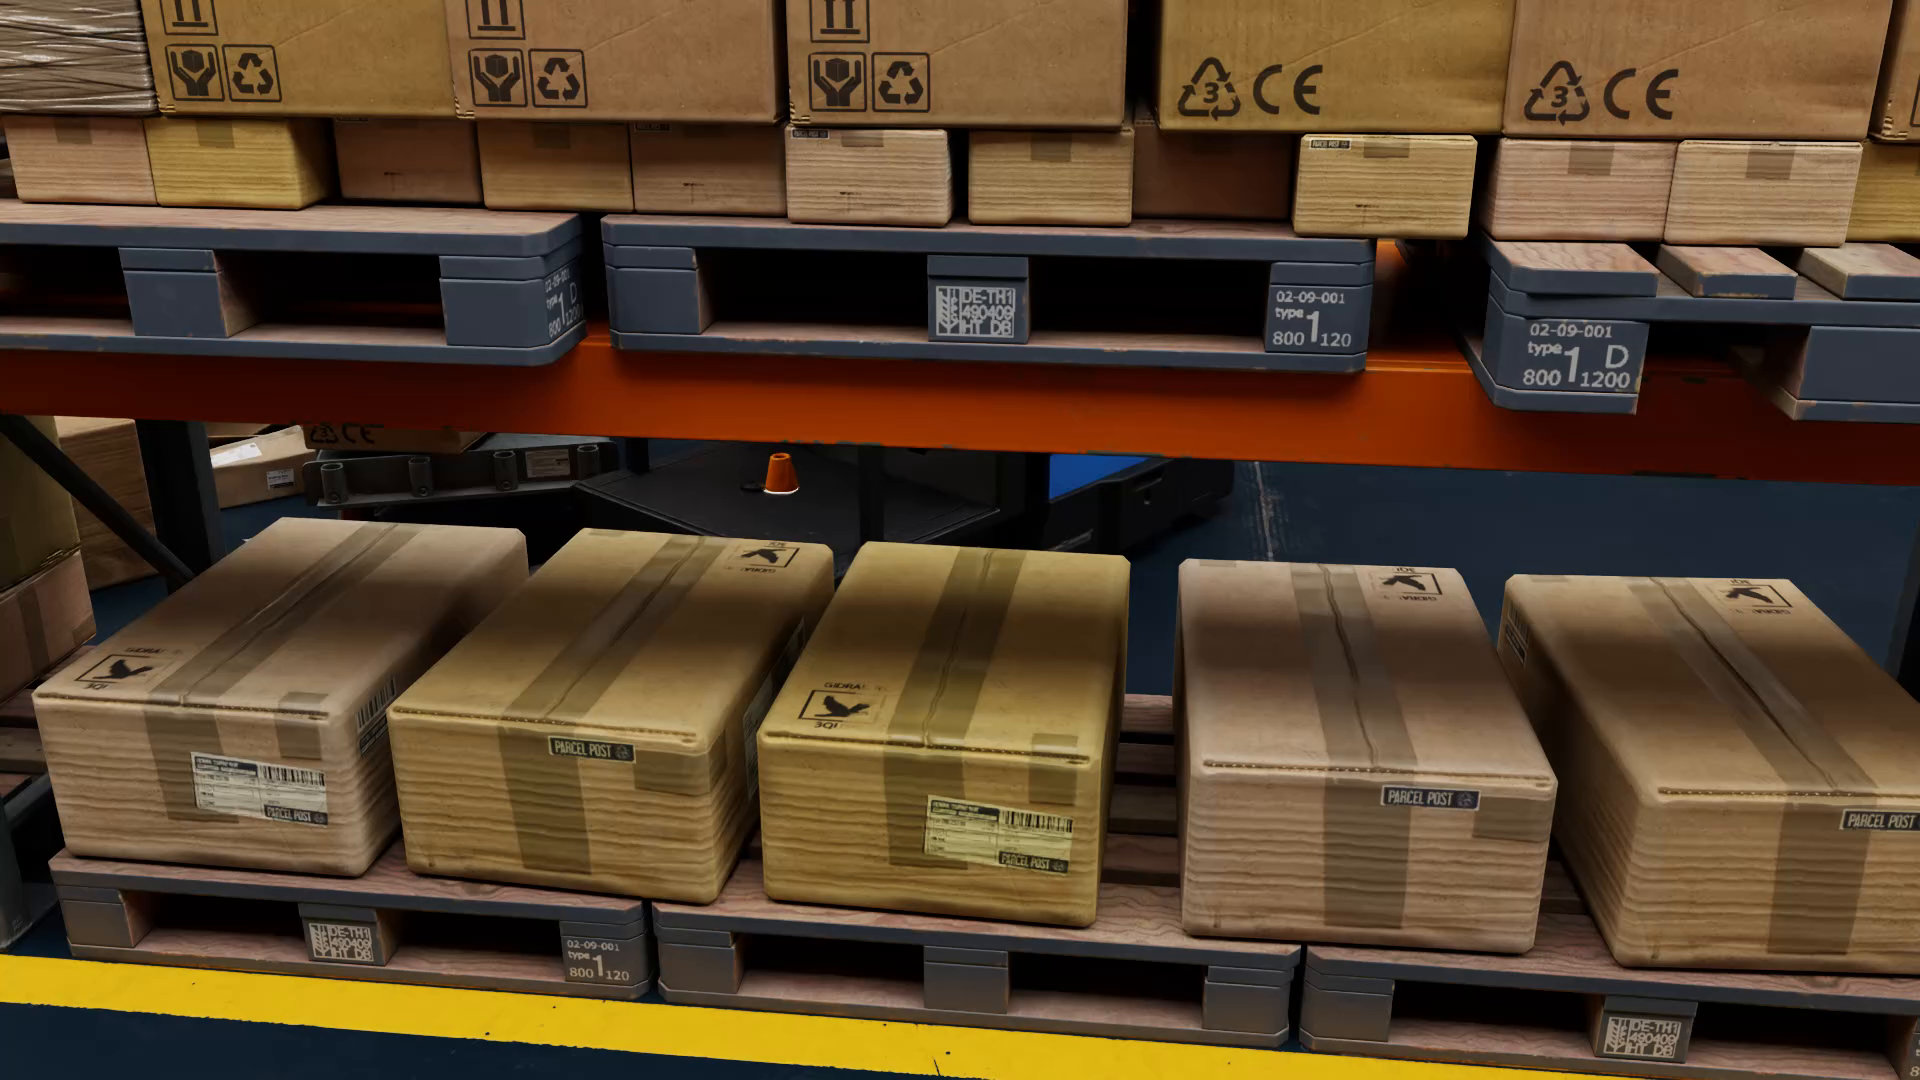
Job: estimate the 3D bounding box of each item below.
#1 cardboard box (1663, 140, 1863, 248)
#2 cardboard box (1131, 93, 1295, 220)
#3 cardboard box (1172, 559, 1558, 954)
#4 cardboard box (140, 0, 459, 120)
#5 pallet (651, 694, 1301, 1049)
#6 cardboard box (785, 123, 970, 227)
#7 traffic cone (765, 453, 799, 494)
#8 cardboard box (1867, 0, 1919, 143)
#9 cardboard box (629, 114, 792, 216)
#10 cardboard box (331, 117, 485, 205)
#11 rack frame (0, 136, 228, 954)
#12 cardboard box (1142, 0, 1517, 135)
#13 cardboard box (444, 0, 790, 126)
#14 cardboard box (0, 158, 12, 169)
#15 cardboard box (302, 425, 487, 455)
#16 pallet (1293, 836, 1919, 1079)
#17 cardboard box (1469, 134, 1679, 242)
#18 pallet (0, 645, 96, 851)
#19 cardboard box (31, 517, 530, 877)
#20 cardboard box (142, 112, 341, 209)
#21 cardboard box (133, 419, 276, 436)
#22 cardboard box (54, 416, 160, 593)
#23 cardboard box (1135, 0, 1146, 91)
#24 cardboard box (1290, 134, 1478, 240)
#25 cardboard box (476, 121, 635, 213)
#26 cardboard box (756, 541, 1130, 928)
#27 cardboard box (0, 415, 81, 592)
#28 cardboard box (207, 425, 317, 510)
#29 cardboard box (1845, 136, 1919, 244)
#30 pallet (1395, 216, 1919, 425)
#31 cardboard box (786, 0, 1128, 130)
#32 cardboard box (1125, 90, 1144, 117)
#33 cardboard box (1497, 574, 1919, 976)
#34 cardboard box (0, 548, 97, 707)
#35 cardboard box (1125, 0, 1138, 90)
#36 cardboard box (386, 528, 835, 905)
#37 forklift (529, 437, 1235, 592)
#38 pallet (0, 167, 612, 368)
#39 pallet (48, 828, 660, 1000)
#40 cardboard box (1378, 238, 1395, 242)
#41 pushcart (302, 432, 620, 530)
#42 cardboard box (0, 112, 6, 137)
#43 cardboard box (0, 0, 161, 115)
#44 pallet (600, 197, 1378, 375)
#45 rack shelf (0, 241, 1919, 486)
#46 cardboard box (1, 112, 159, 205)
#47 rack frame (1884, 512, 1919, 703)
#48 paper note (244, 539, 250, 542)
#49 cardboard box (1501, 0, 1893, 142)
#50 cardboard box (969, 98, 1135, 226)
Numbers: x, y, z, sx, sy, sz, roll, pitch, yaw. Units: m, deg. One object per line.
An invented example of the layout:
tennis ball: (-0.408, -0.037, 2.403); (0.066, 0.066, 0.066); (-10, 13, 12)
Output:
cardboard box: (1.171, -0.563, 2.554); (0.250, 0.149, 0.380); (2, 22, 6)
cardboard box: (0.412, -0.640, 2.750); (0.250, 0.149, 0.380); (3, 22, 7)
cardboard box: (0.761, 0.393, 3.368); (0.625, 0.372, 0.950); (2, 22, 5)
cardboard box: (-0.988, -0.983, 2.735); (0.500, 0.500, 0.500); (3, 22, 6)
pallet: (0.071, 0.632, 3.553); (1.213, 0.211, 1.003); (2, 22, 6)
cardboard box: (-0.115, -0.622, 2.704); (0.250, 0.149, 0.380); (3, 22, 8)
traffic cone: (-0.521, -0.027, 4.879); (0.334, 0.463, 0.336); (2, 22, 6)
cardboard box: (1.570, -0.875, 2.461); (0.500, 0.500, 0.500); (2, 22, 5)
cardboard box: (-0.373, -0.653, 2.781); (0.250, 0.149, 0.380); (3, 22, 7)
cardboard box: (-0.869, -0.690, 2.877); (0.250, 0.149, 0.380); (4, 22, 10)
rack frame: (-1.918, -0.750, 3.256); (0.127, 3.000, 1.000); (2, 22, 6)
cardboard box: (0.554, -0.915, 2.561); (0.500, 0.500, 0.500); (1, 22, 3)
cardboard box: (-0.499, -0.957, 2.668); (0.500, 0.500, 0.500); (2, 22, 6)
cardboard box: (-2.193, -0.763, 3.633); (0.250, 0.149, 0.380); (2, 22, 6)
cardboard box: (-1.738, -0.590, 5.223); (0.500, 0.500, 0.500); (2, 22, 6)
pallet: (1.279, 0.686, 3.418); (1.213, 0.211, 1.003); (2, 22, 6)
cardboard box: (0.922, -0.577, 2.589); (0.250, 0.149, 0.380); (1, 22, 4)
pallet: (-2.589, 0.531, 3.809); (1.213, 0.211, 1.003); (2, 22, 6)
cardboard box: (-1.396, 0.299, 3.607); (0.625, 0.372, 0.950); (3, 22, 7)
cardboard box: (-1.159, -0.675, 2.837); (0.250, 0.149, 0.380); (3, 22, 7)
cardboard box: (-2.918, -0.636, 6.179); (0.503, 0.637, 0.797); (2, 22, 6)
cardboard box: (-2.822, -0.131, 5.089); (0.500, 0.500, 0.500); (-19, 28, -40)
cardboard box: (0.589, -1.101, 3.033); (0.500, 0.500, 0.500); (3, 22, 7)
cardboard box: (0.647, -0.584, 2.606); (0.250, 0.149, 0.380); (3, 22, 7)
cardboard box: (-0.618, -0.664, 2.810); (0.250, 0.149, 0.380); (3, 22, 7)
cardboard box: (0.009, 0.358, 3.457); (0.625, 0.372, 0.950); (3, 22, 8)
cardboard box: (-2.472, -0.139, 3.860); (0.500, 0.500, 0.500); (4, 22, 9)
cardboard box: (-2.474, -0.297, 5.830); (0.396, 0.266, 0.258); (-14, 25, -31)
cardboard box: (1.427, -0.568, 2.568); (0.250, 0.149, 0.380); (3, 22, 7)
pallet: (1.334, -0.479, 2.833); (1.003, 0.211, 1.213); (2, 22, 6)
cardboard box: (0.012, -0.939, 2.622); (0.500, 0.500, 0.500); (2, 22, 4)
cardboard box: (0.406, -0.789, 3.127); (0.250, 0.149, 0.380); (3, 22, 8)
cardboard box: (1.495, 0.422, 3.295); (0.625, 0.372, 0.950); (1, 22, 3)
cardboard box: (-2.472, 0.210, 3.998); (0.500, 0.250, 0.500); (2, 22, 4)
cardboard box: (0.093, -1.126, 3.095); (0.500, 0.500, 0.500); (2, 22, 4)
cardboard box: (-0.682, 0.329, 3.531); (0.625, 0.372, 0.950); (4, 22, 10)
forklift: (-0.423, -1.192, 4.467); (1.130, 2.935, 3.031); (18, 28, 38)
pallet: (-1.176, -0.574, 3.073); (1.213, 0.211, 1.003); (2, 22, 6)
pallet: (-1.144, 0.580, 3.685); (1.213, 0.211, 1.003); (2, 22, 6)
cardboard box: (1.943, -1.596, 7.887); (0.750, 0.750, 1.050); (2, 22, 6)
pushcart: (-1.699, -0.365, 5.849); (0.936, 0.377, 1.648); (-5, 22, -12)
cardboard box: (-2.322, -1.055, 3.488); (0.500, 0.500, 0.500); (2, 22, 6)
cardboard box: (-1.486, -1.005, 2.789); (0.500, 0.500, 0.500); (3, 22, 8)
pallet: (0.084, -0.558, 3.032); (1.213, 0.211, 1.003); (2, 22, 6)
rack shelf: (0.069, -0.328, 3.169); (4.000, 0.370, 1.077); (2, 22, 6)
cardboard box: (-1.406, -0.689, 2.873); (0.250, 0.149, 0.380); (3, 22, 7)
rack frame: (2.055, -0.576, 2.818); (0.127, 3.000, 1.000); (2, 22, 6)
paper note: (-2.243, -0.015, 5.435); (0.142, 0.019, 0.148); (2, 22, 6)
cardboard box: (1.056, -0.893, 2.507); (0.500, 0.500, 0.500); (2, 22, 5)
cardboard box: (0.153, -0.621, 2.702); (0.250, 0.149, 0.380); (2, 22, 5)
